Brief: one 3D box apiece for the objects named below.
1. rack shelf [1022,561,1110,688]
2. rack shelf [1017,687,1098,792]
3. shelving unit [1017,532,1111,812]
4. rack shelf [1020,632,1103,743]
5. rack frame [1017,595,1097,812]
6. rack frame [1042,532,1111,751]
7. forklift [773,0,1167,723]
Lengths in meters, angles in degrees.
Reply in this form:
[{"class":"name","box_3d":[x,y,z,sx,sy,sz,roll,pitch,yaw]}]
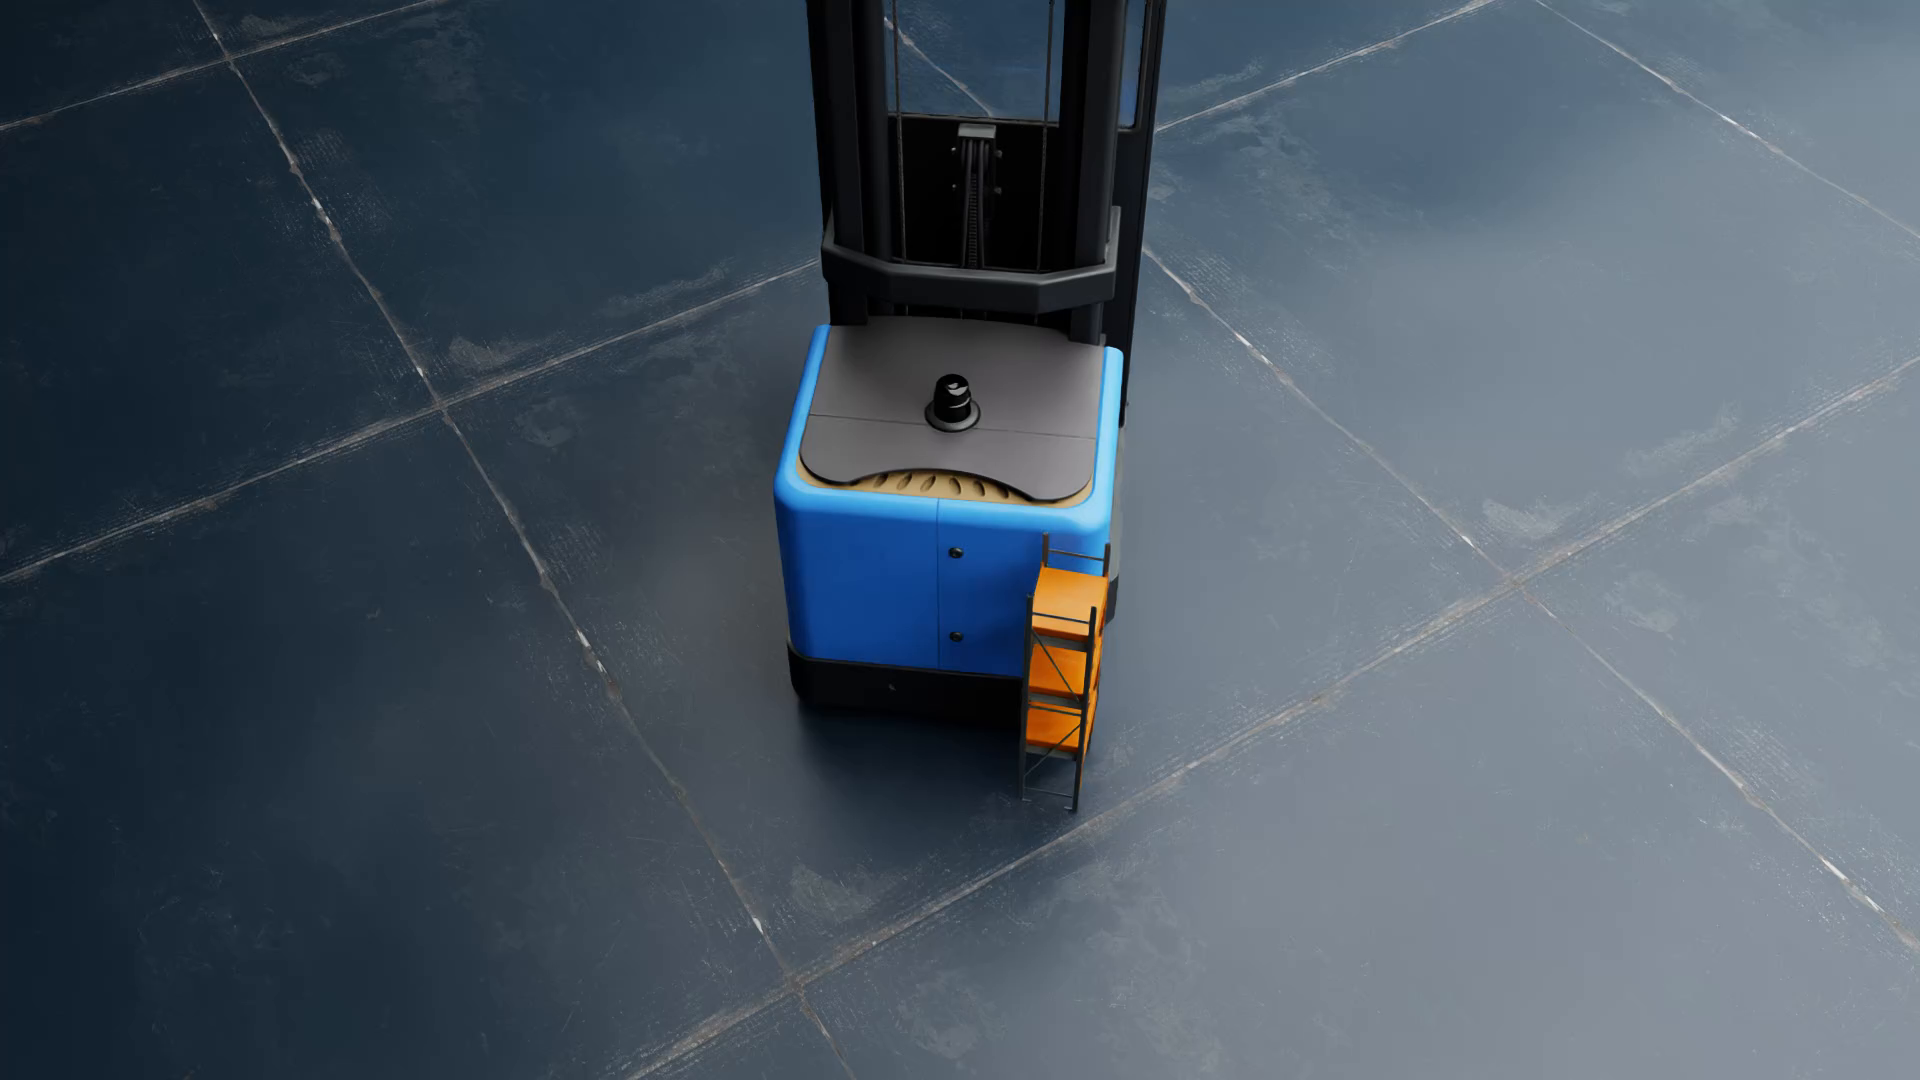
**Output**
[{"class":"rack shelf","box_3d":[0.315,0.253,4.956,0.215,0.259,0.240,10,49,8]},{"class":"rack shelf","box_3d":[0.315,0.626,5.376,0.215,0.259,0.240,10,49,8]},{"class":"shelving unit","box_3d":[0.315,0.434,5.160,0.215,1.050,0.252,10,49,8]},{"class":"rack shelf","box_3d":[0.315,0.441,5.168,0.215,0.259,0.240,10,49,8]},{"class":"rack frame","box_3d":[0.288,0.523,5.081,0.200,1.050,0.008,10,49,8]},{"class":"rack frame","box_3d":[0.342,0.346,5.239,0.200,1.050,0.008,10,49,8]},{"class":"forklift","box_3d":[0.107,-1.457,5.585,1.130,2.935,3.031,5,49,4]}]
